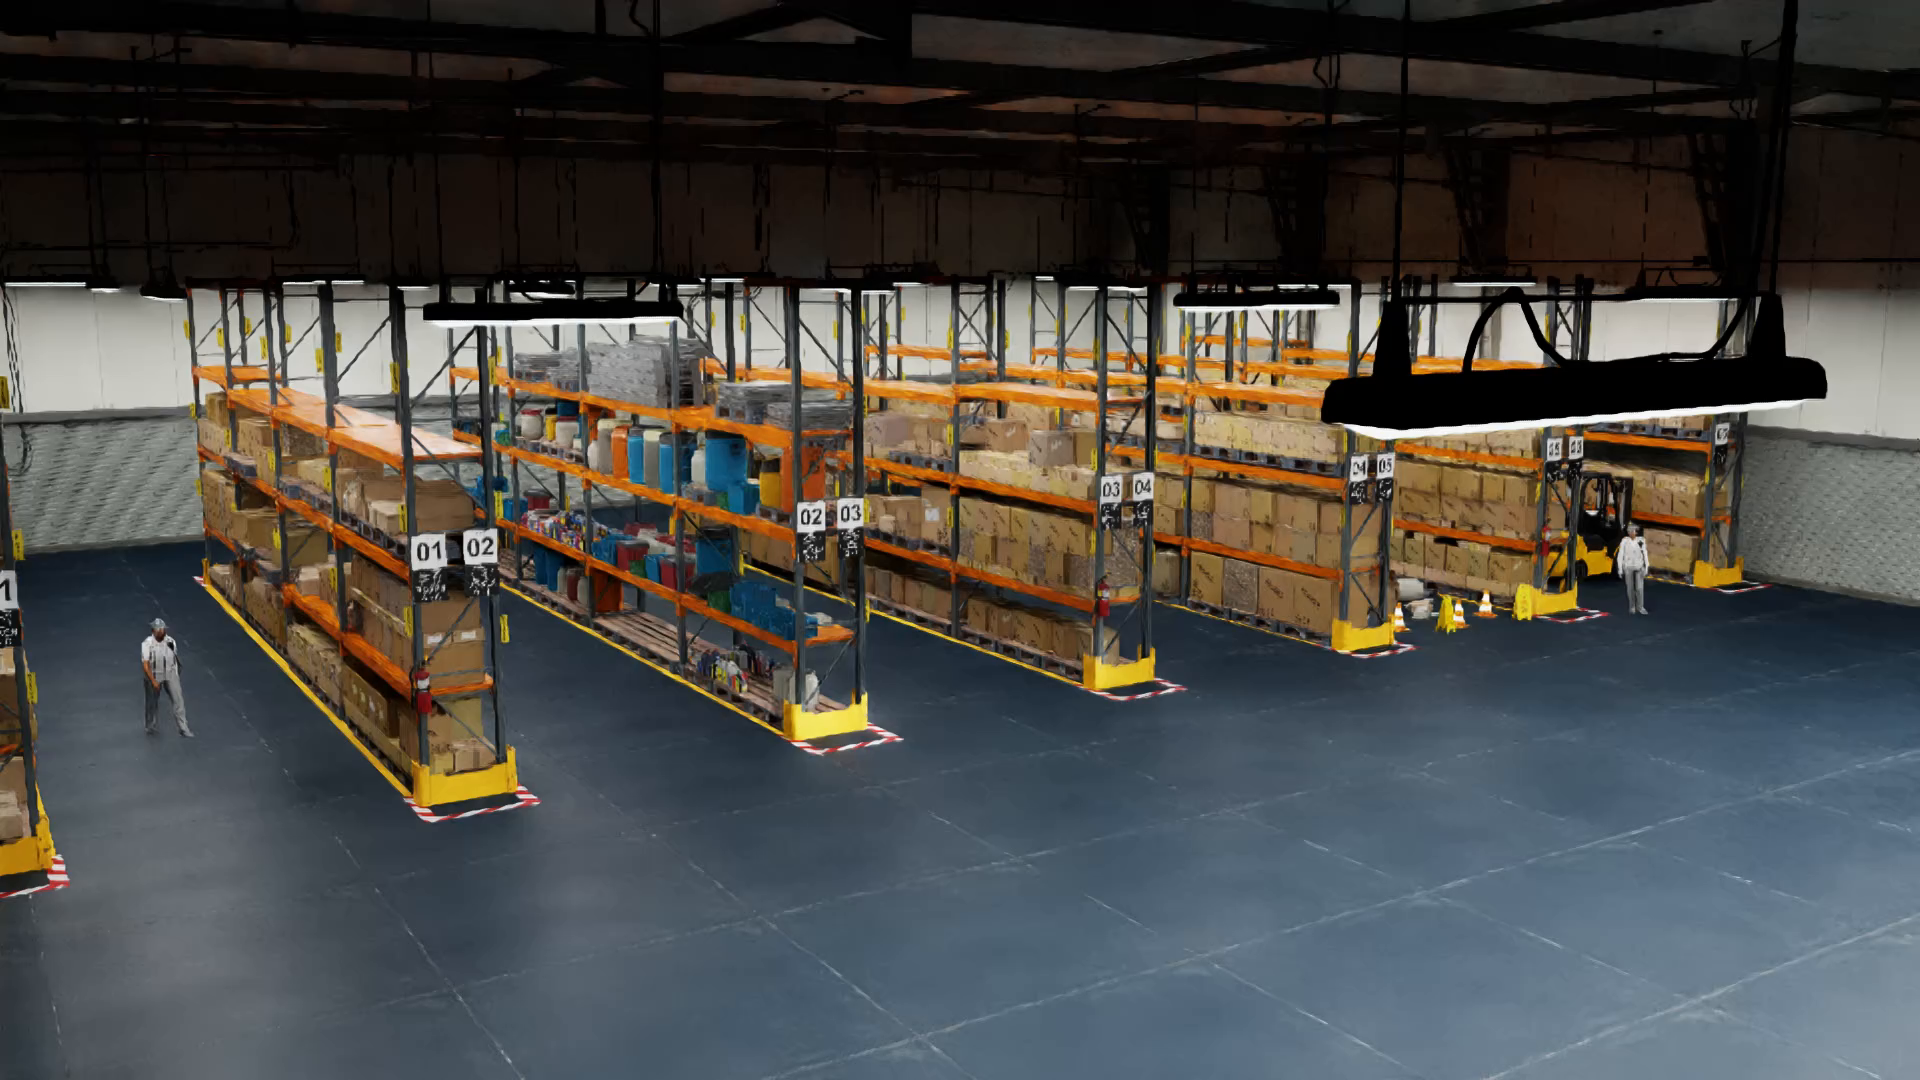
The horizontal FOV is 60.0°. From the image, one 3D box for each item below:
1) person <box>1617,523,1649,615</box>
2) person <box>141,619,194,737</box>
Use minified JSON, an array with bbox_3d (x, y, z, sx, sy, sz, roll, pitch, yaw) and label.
[{"bbox_3d":[12.144,0.500,29.949,0.585,1.666,0.458,4,10,24],"label":"person"},{"bbox_3d":[-10.671,1.834,22.230,0.491,1.598,1.000,-8,13,-40],"label":"person"}]
